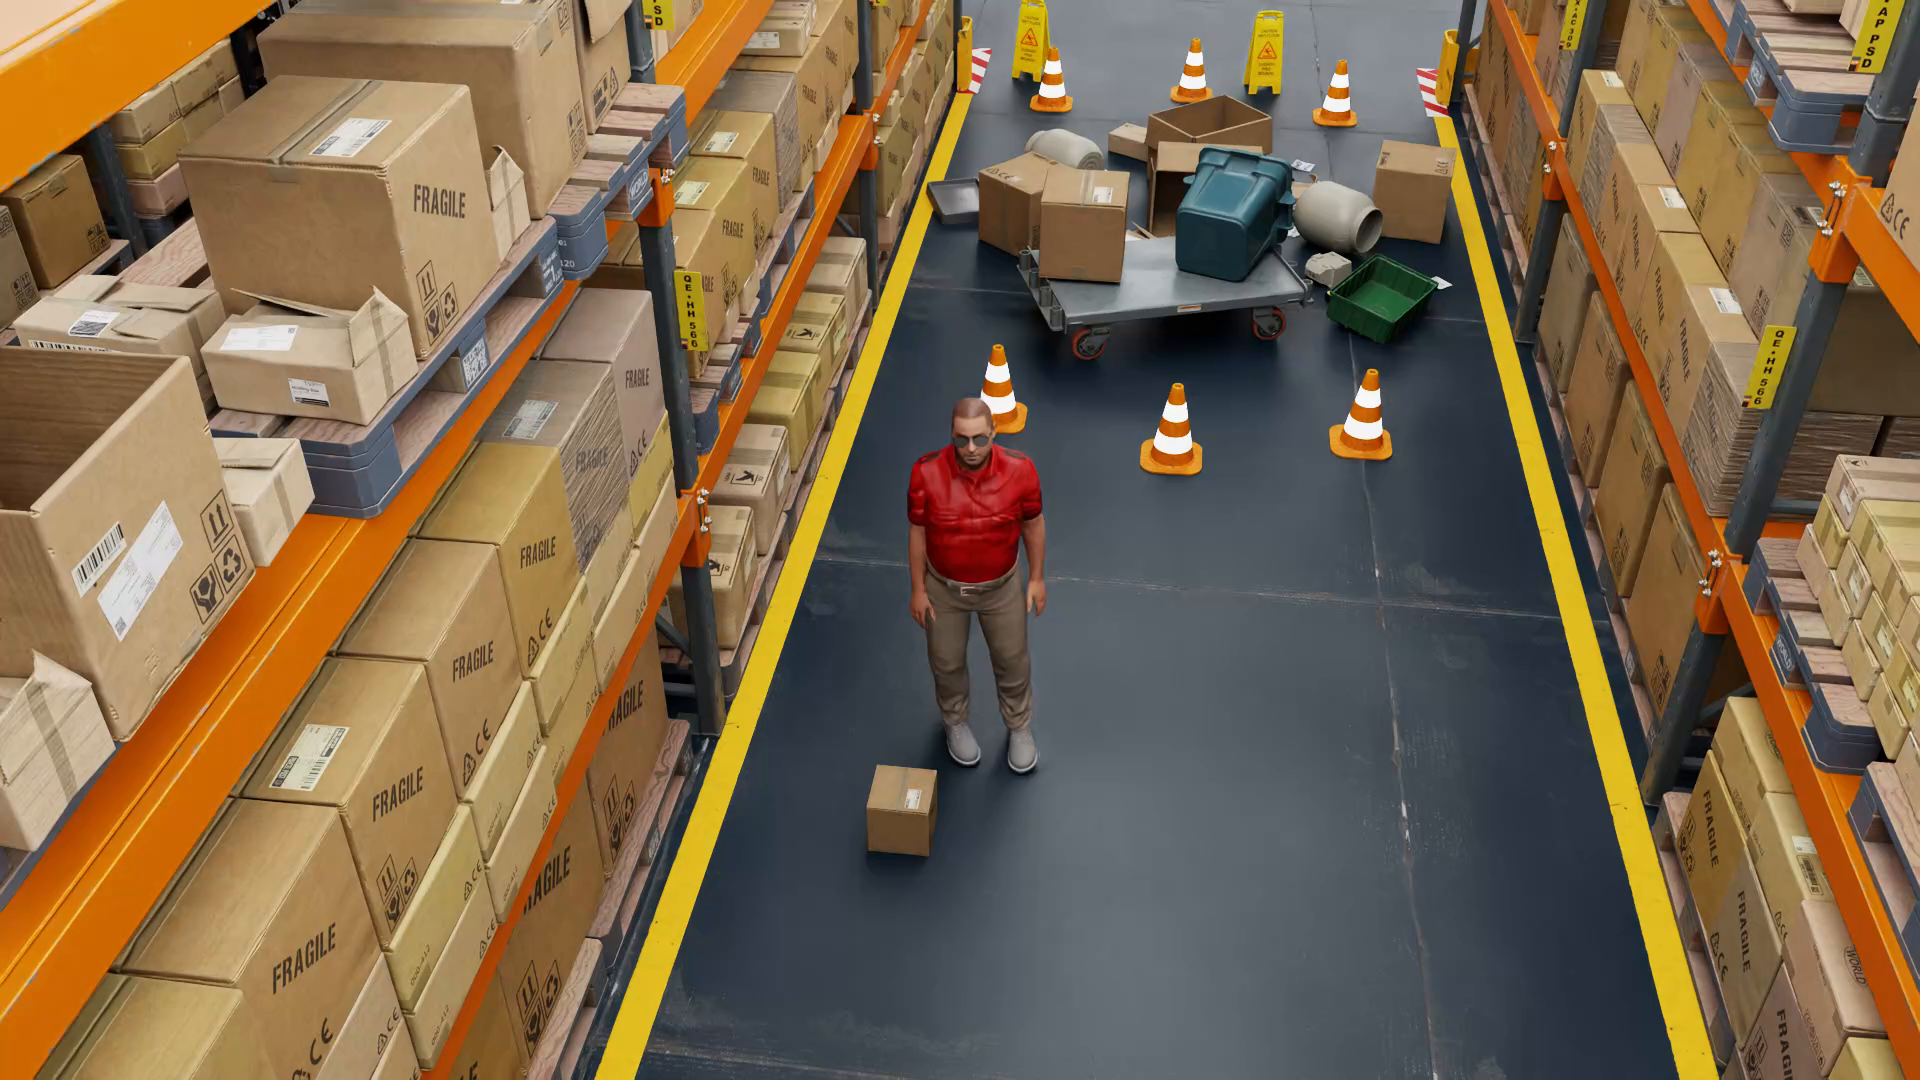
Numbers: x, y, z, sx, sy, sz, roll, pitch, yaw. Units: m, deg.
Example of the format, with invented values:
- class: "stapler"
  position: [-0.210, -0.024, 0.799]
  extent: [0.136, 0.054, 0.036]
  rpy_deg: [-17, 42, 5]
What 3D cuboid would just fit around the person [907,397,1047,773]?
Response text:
- class: "person"
  position: [0.077, 0.195, 6.755]
  extent: [0.568, 1.734, 0.384]
  rpy_deg: [-1, 36, -1]
